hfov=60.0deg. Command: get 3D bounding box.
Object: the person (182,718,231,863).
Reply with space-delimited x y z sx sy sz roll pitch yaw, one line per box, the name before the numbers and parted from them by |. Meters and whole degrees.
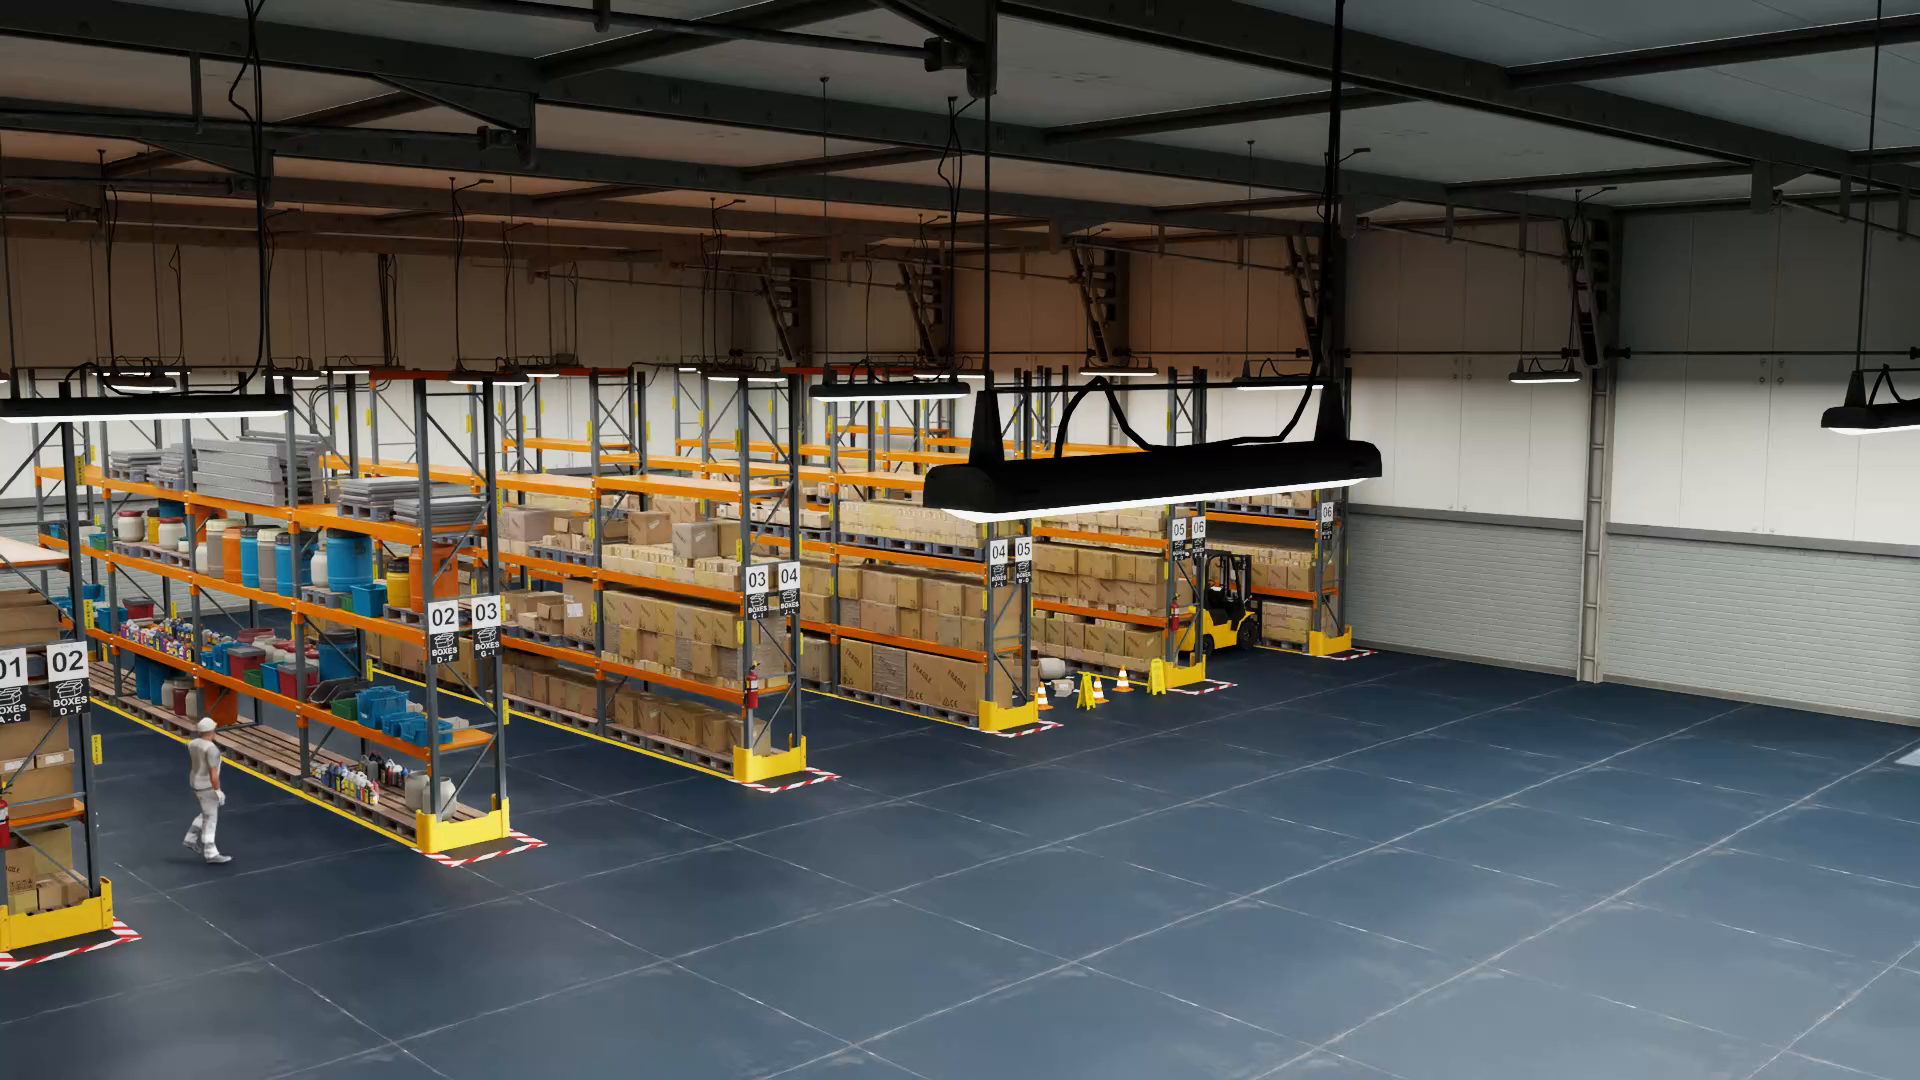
person | -9.443 3.100 20.706 0.468 1.788 0.685 -5 8 -38
